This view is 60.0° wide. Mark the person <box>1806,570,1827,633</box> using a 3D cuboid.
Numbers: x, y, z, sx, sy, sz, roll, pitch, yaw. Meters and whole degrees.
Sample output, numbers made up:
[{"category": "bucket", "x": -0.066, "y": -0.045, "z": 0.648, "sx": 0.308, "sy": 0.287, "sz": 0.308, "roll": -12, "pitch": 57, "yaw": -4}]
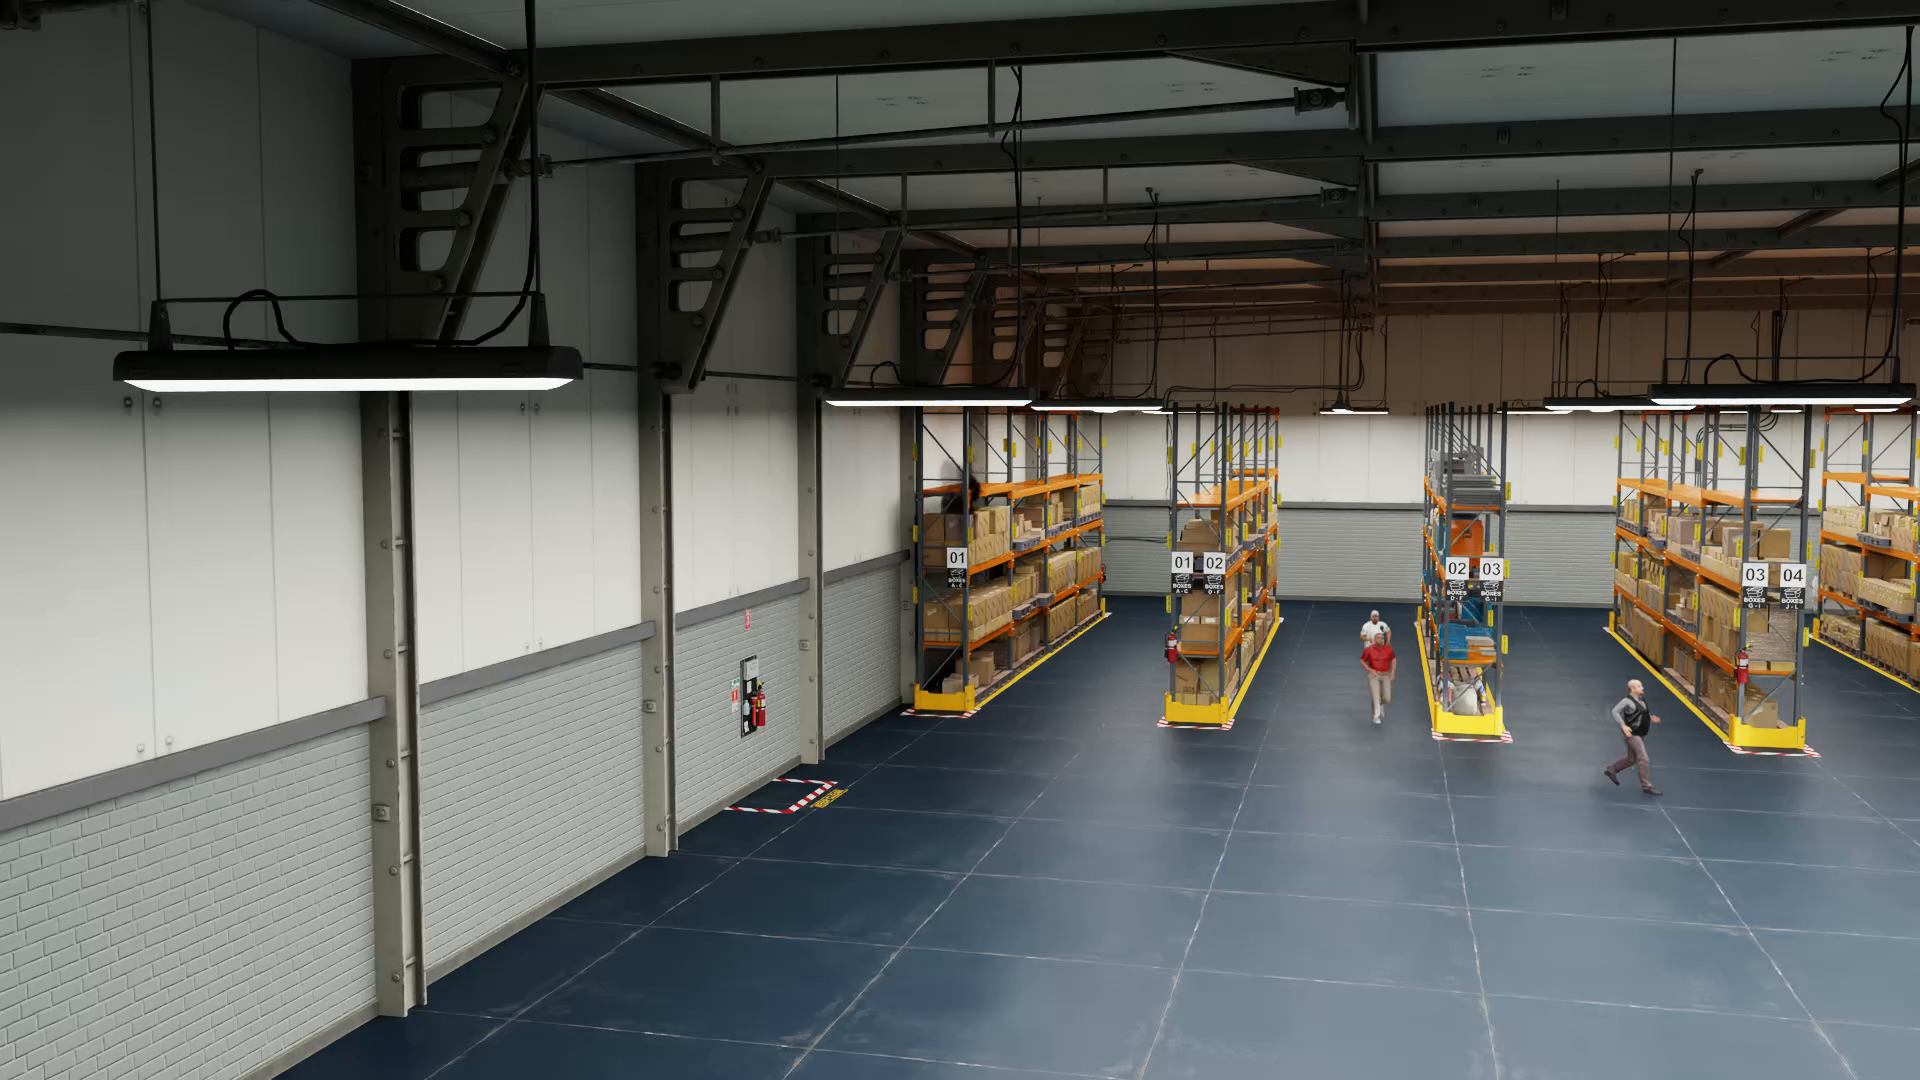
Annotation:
[{"category": "person", "x": 22.941, "y": 1.561, "z": 44.333, "sx": 0.725, "sy": 1.839, "sz": 0.655, "roll": -1, "pitch": 4, "yaw": -10}]

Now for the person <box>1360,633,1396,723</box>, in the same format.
[{"category": "person", "x": 7.855, "y": 2.574, "z": 31.165, "sx": 0.693, "sy": 1.676, "sz": 0.597, "roll": 0, "pitch": 4, "yaw": -1}]

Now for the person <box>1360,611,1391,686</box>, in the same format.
[{"category": "person", "x": 8.716, "y": 2.334, "z": 34.907, "sx": 0.613, "sy": 1.723, "sz": 0.711, "roll": 1, "pitch": 4, "yaw": 16}]

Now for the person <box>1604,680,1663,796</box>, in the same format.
[{"category": "person", "x": 10.247, "y": 2.972, "z": 25.268, "sx": 0.669, "sy": 1.705, "sz": 0.964, "roll": -4, "pitch": 6, "yaw": -45}]
